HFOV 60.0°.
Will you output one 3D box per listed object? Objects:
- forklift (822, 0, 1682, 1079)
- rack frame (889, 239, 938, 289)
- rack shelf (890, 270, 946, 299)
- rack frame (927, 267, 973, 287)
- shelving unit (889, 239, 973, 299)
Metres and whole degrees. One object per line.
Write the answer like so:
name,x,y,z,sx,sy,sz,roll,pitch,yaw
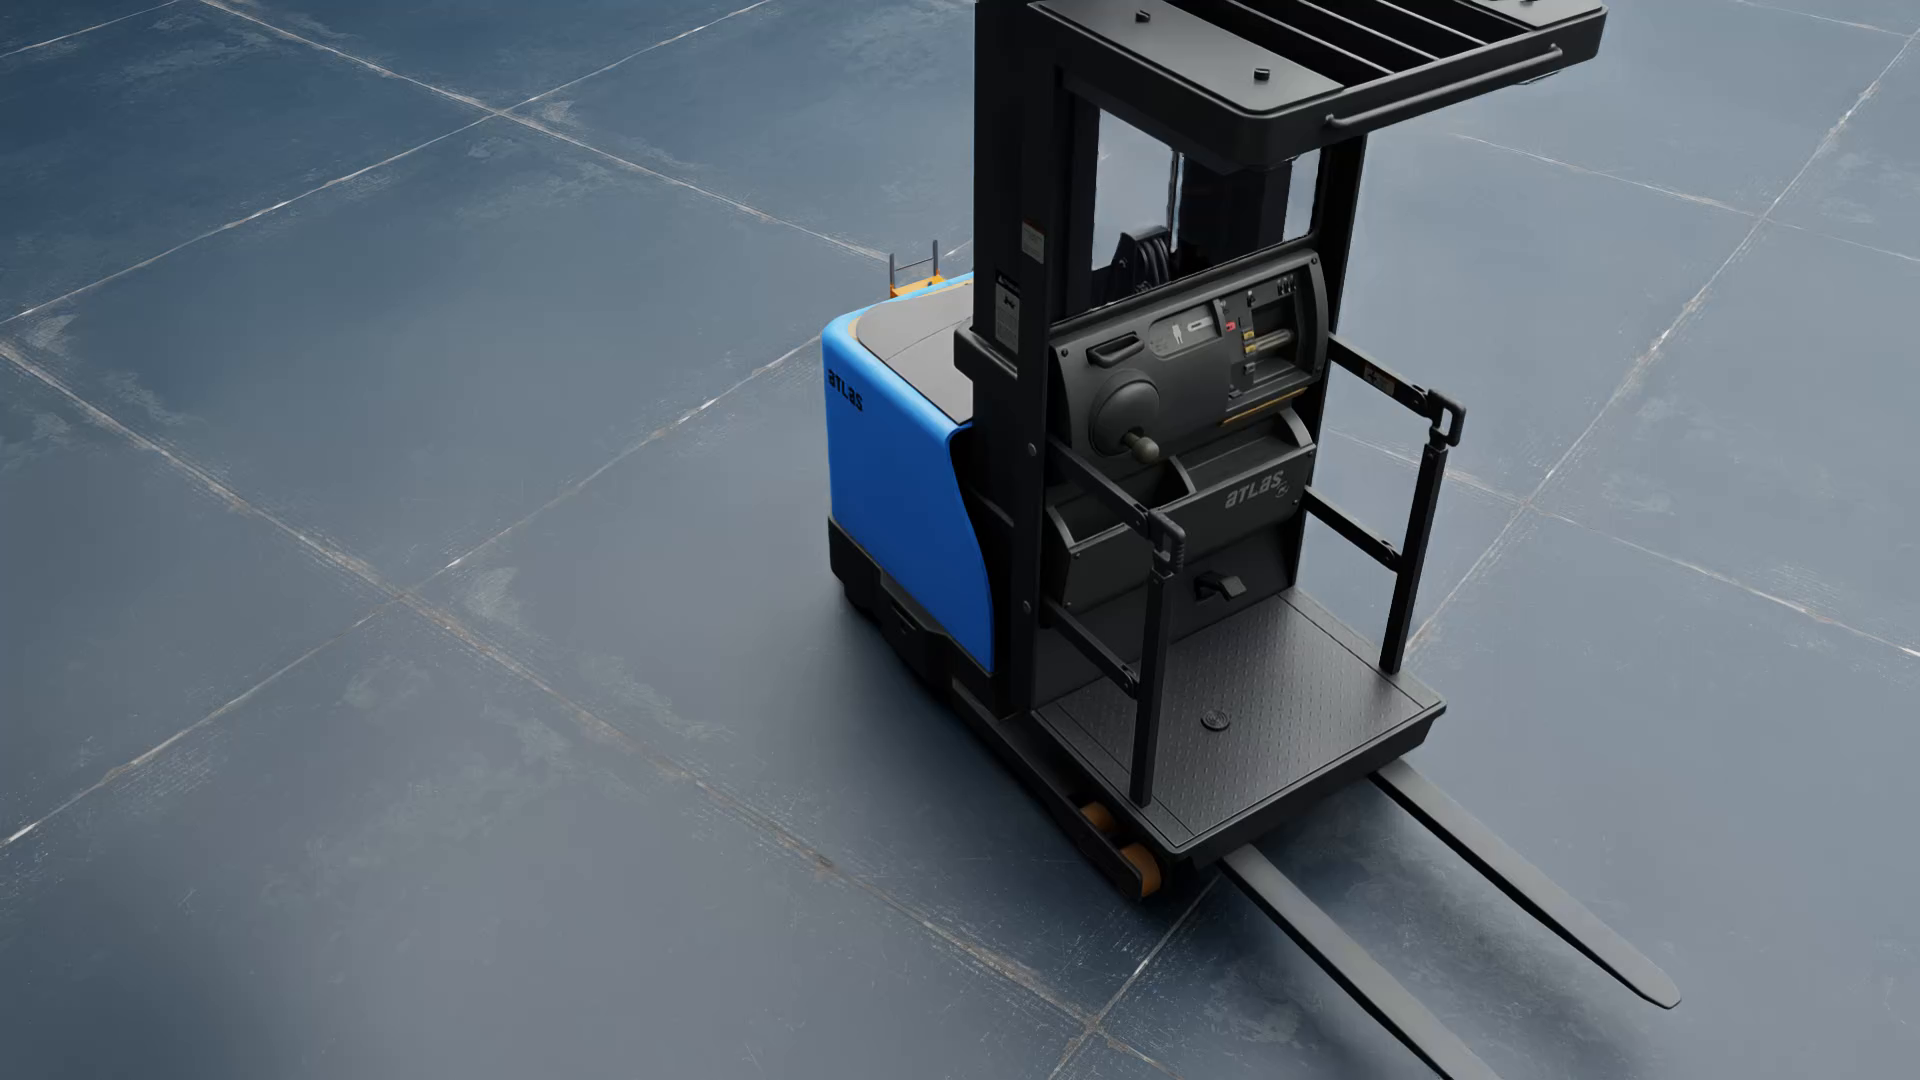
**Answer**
forklift,0.771,-0.436,4.429,1.130,2.935,3.031,-23,43,-26
rack frame,-0.164,-0.622,6.193,0.200,1.050,0.008,-23,43,-26
rack shelf,-0.096,-0.775,5.945,0.215,0.259,0.240,-23,43,-26
rack frame,-0.027,-0.498,6.034,0.200,1.050,0.008,-23,43,-26
shelving unit,-0.096,-0.560,6.114,0.215,1.050,0.252,-23,43,-26
